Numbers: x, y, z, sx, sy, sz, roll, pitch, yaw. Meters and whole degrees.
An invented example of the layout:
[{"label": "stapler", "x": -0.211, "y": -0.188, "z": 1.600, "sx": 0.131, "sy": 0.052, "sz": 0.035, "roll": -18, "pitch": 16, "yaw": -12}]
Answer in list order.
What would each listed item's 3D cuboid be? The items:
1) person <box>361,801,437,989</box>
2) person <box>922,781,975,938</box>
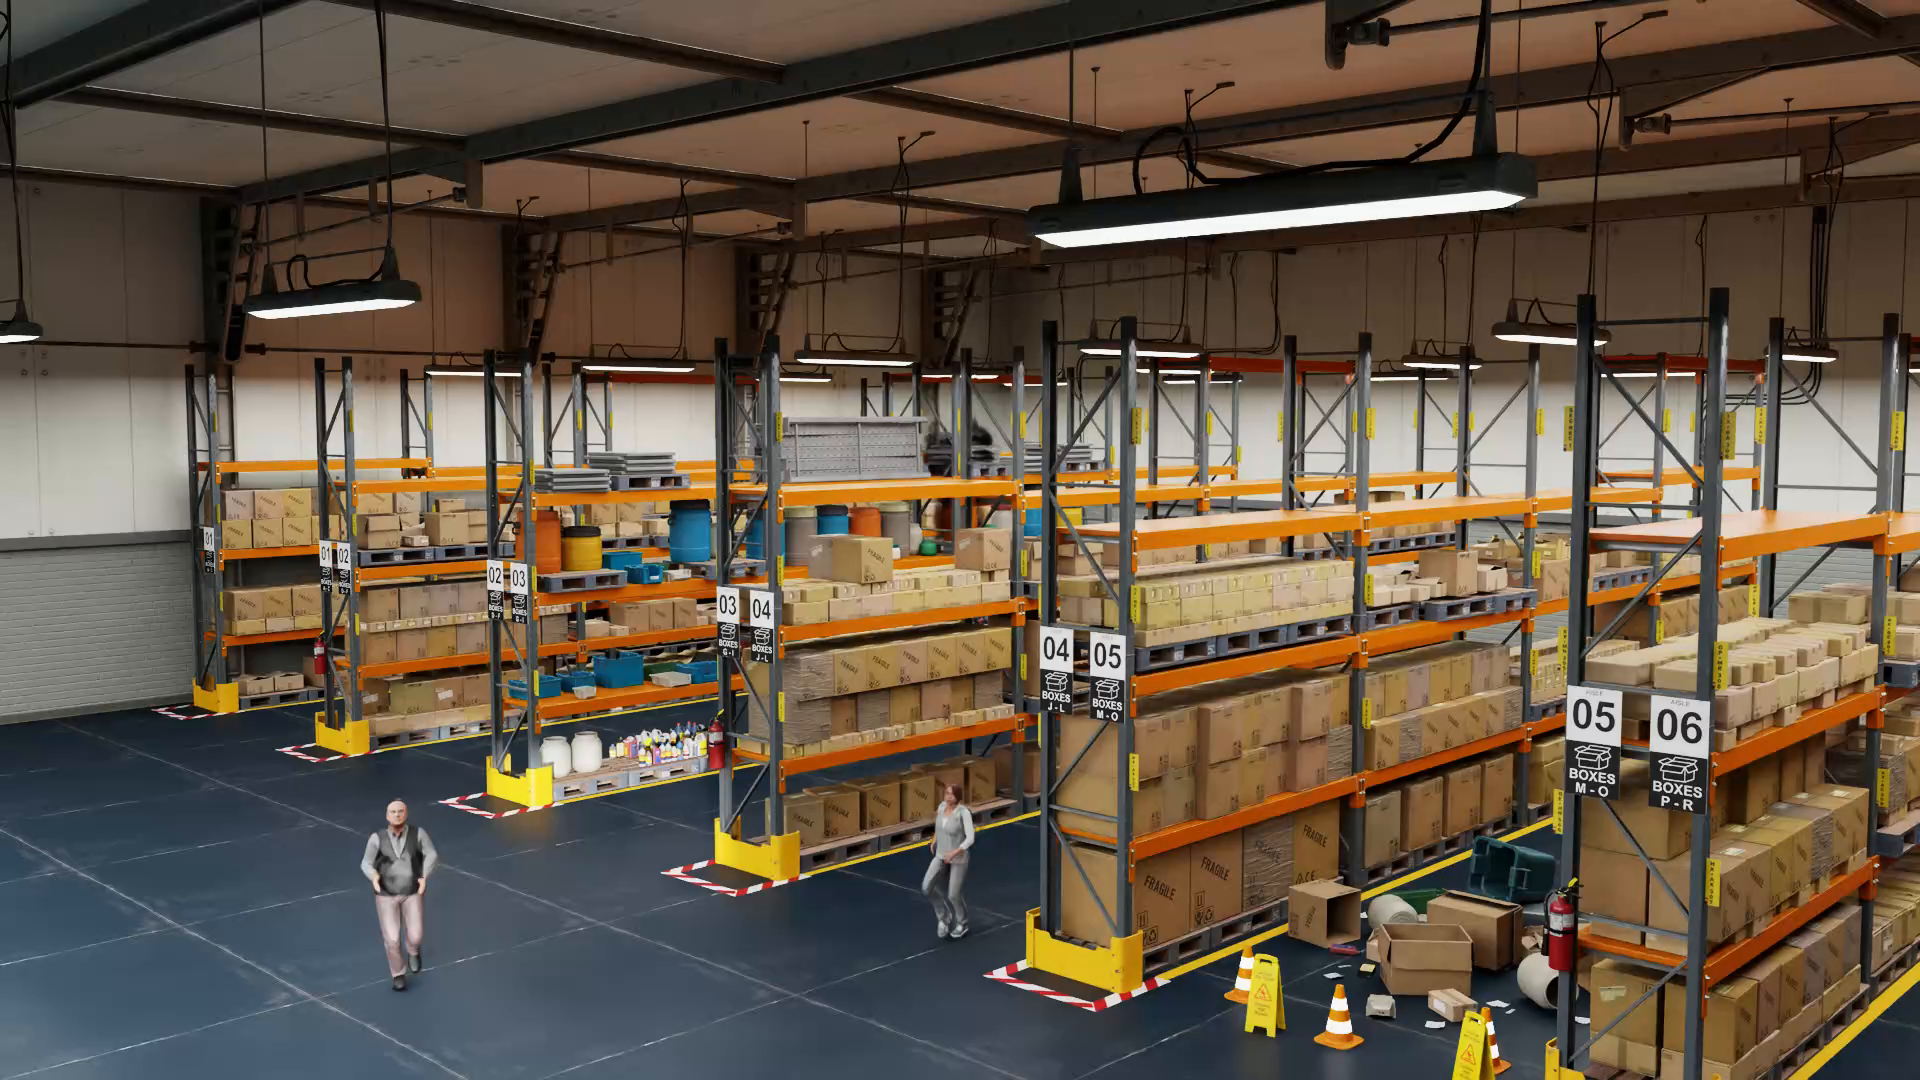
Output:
[{"label": "person", "x": -5.032, "y": 3.182, "z": 14.937, "sx": 0.655, "sy": 1.674, "sz": 0.601, "roll": -1, "pitch": 5, "yaw": -18}, {"label": "person", "x": -0.103, "y": 3.130, "z": 16.263, "sx": 0.554, "sy": 1.564, "sz": 0.577, "roll": 3, "pitch": 5, "yaw": 37}]
